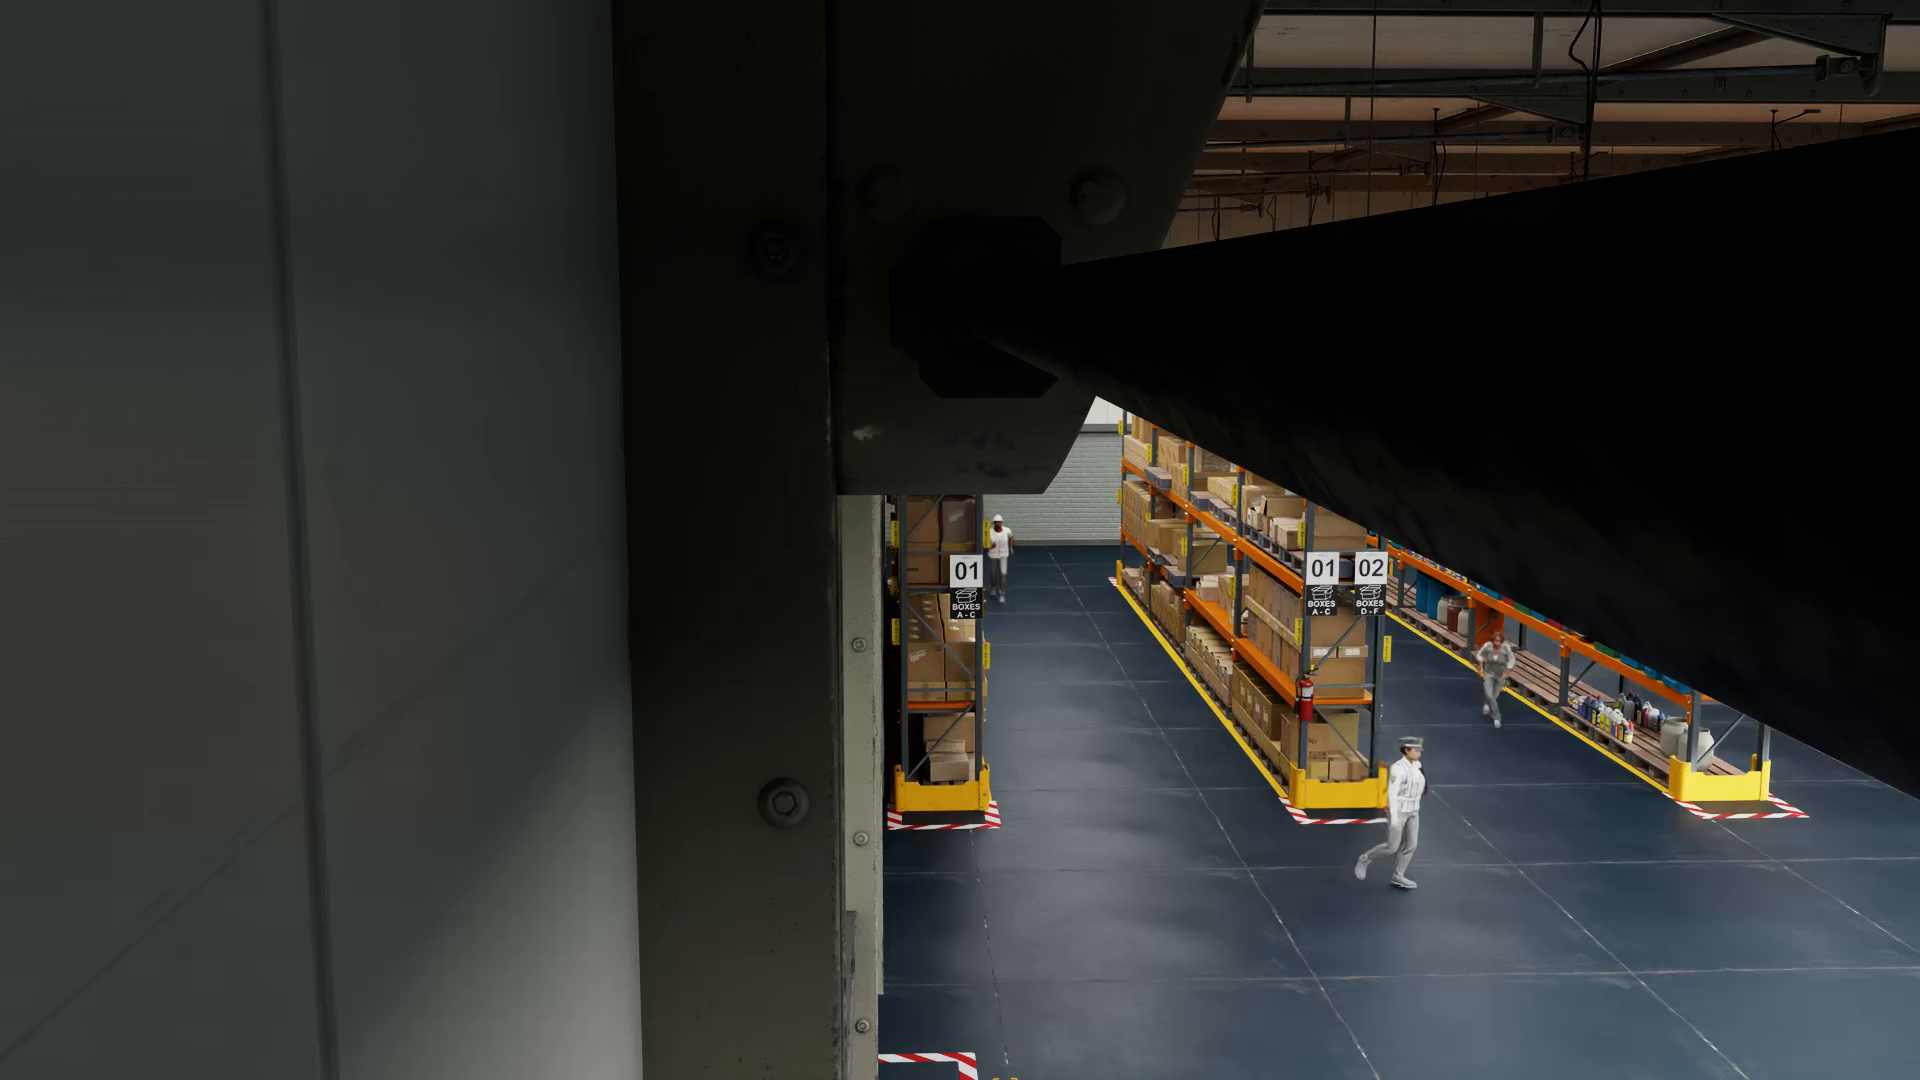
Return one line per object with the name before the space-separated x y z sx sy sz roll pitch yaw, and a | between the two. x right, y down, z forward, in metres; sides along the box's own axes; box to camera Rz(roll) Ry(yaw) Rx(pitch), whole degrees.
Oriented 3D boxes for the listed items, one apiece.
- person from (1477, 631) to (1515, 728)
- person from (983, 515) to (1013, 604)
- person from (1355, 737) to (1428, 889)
person | 7.920 2.019 24.621 0.529 1.493 0.914 2 9 15
person | 0.785 0.374 34.477 0.676 1.823 0.868 -1 8 -4
person | 4.623 2.897 17.812 0.654 1.649 0.564 -7 11 -38
